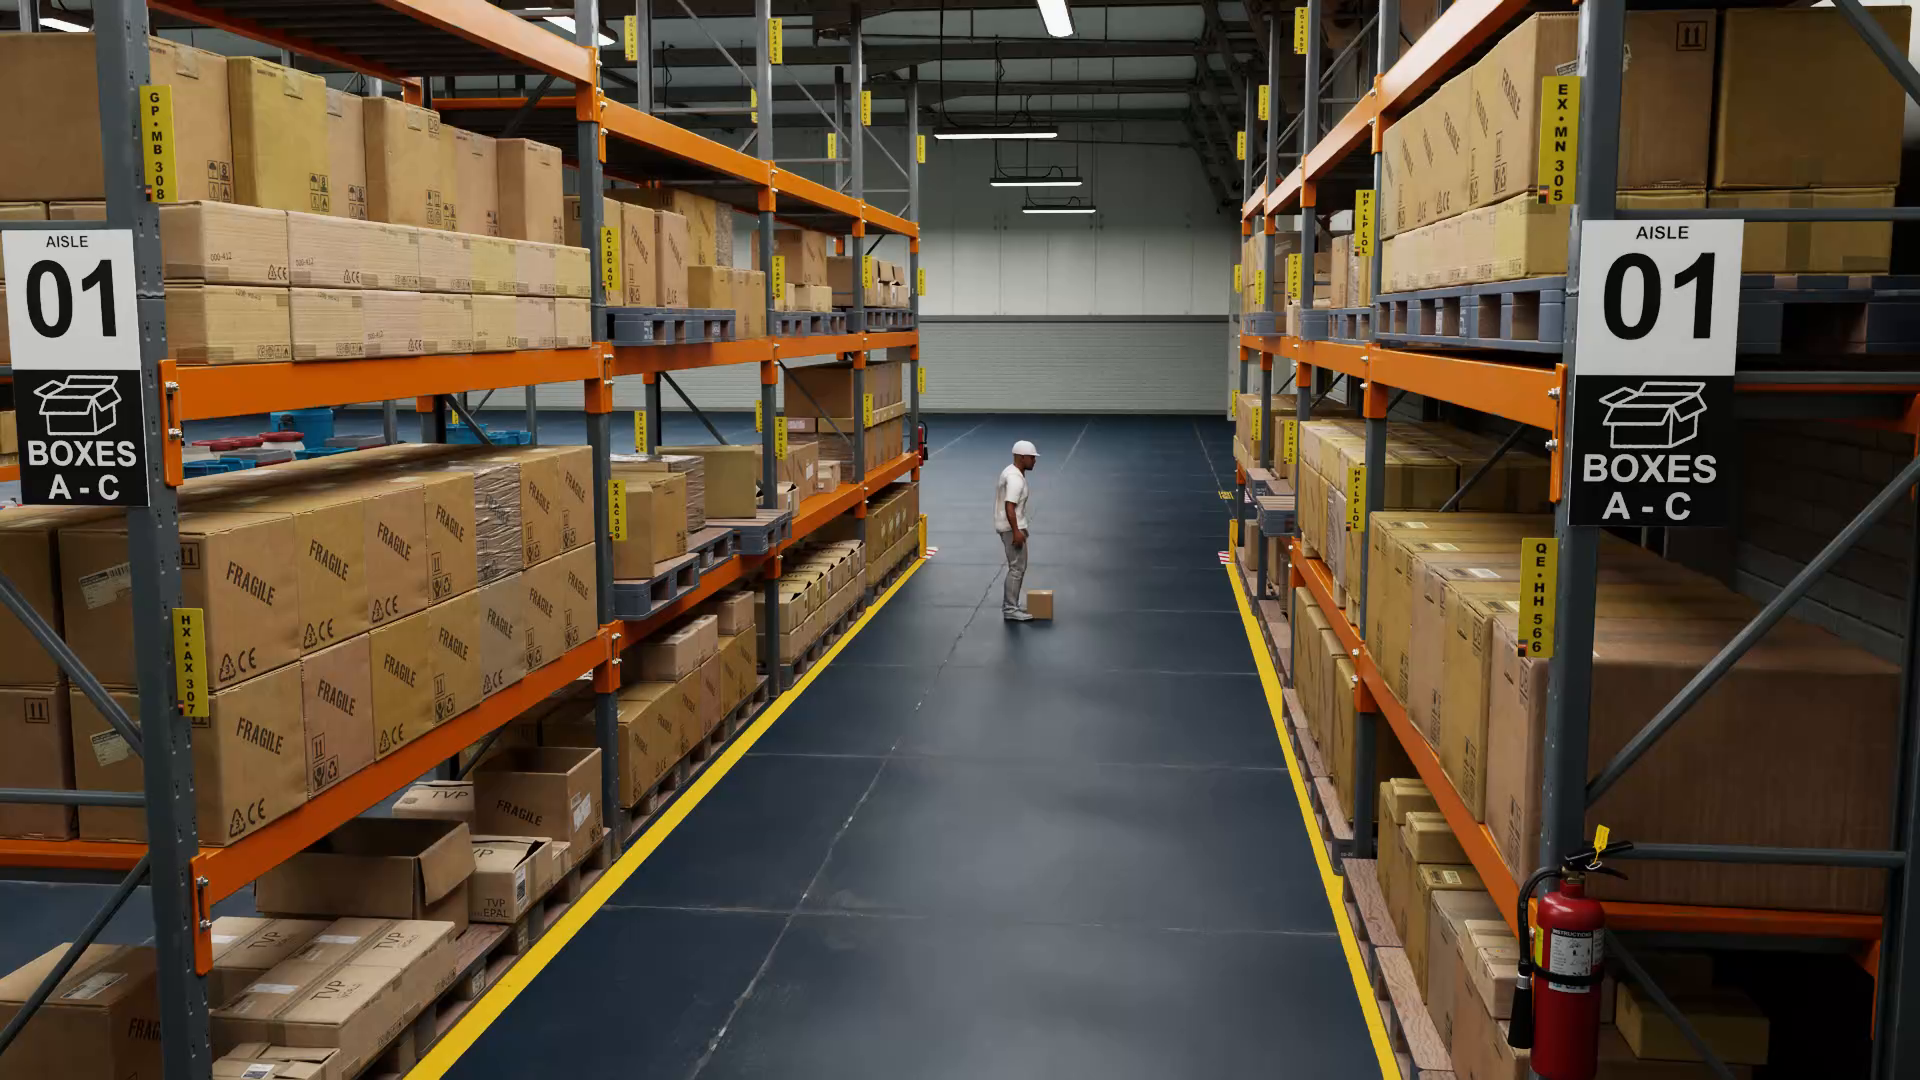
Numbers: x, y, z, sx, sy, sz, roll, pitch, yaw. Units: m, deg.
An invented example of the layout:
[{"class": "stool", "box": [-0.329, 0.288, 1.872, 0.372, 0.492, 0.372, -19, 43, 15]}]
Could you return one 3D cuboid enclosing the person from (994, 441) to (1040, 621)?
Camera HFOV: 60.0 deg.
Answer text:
[{"class": "person", "box": [0.570, -0.106, 16.519, 0.456, 1.761, 0.628, 1, 8, 7]}]
